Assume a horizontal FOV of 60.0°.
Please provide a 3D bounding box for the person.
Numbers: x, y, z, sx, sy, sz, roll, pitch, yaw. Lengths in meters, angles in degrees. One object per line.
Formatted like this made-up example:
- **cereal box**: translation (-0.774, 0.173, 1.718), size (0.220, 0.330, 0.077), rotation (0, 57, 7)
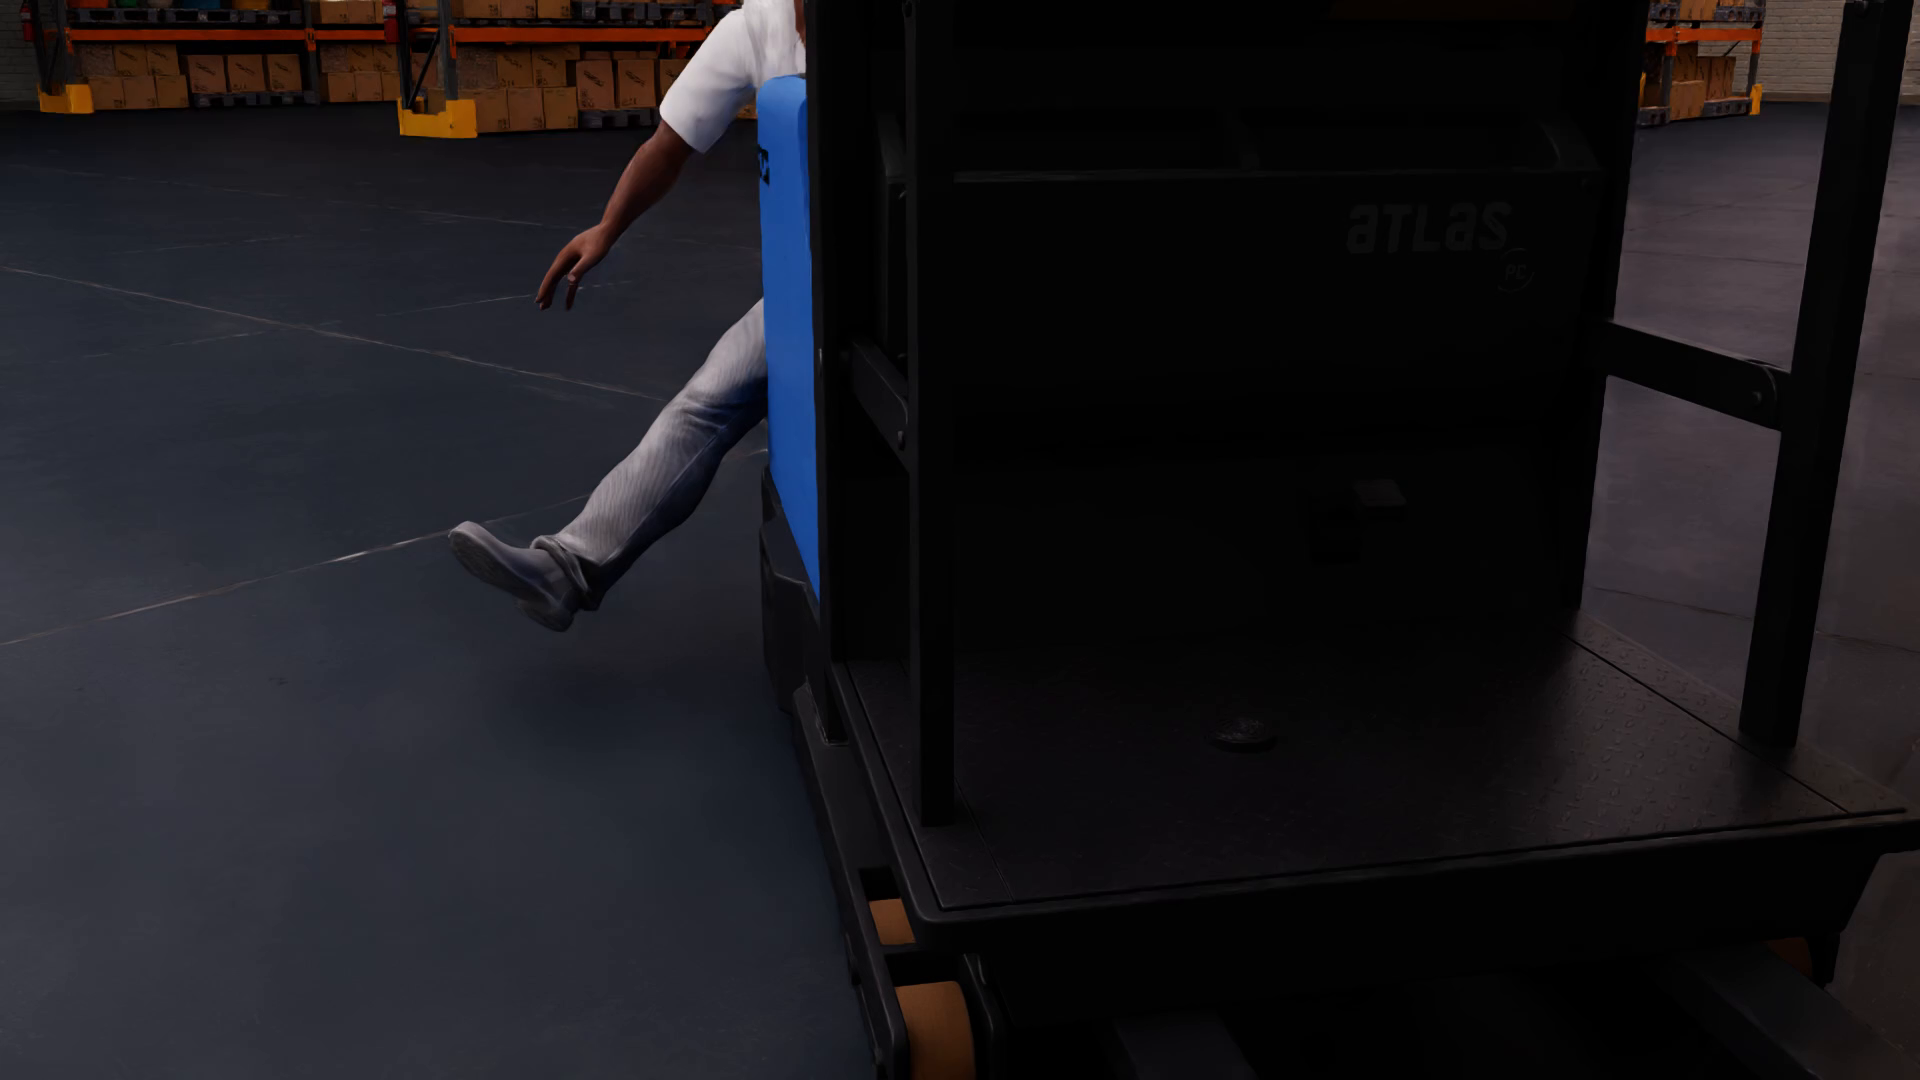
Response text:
- **person**: translation (-0.261, -0.497, 3.141), size (1.023, 1.442, 1.116), rotation (8, 18, 24)

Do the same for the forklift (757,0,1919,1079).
- **forklift**: translation (0.401, -0.872, 1.769), size (1.130, 2.935, 3.031), rotation (-3, 17, -11)
